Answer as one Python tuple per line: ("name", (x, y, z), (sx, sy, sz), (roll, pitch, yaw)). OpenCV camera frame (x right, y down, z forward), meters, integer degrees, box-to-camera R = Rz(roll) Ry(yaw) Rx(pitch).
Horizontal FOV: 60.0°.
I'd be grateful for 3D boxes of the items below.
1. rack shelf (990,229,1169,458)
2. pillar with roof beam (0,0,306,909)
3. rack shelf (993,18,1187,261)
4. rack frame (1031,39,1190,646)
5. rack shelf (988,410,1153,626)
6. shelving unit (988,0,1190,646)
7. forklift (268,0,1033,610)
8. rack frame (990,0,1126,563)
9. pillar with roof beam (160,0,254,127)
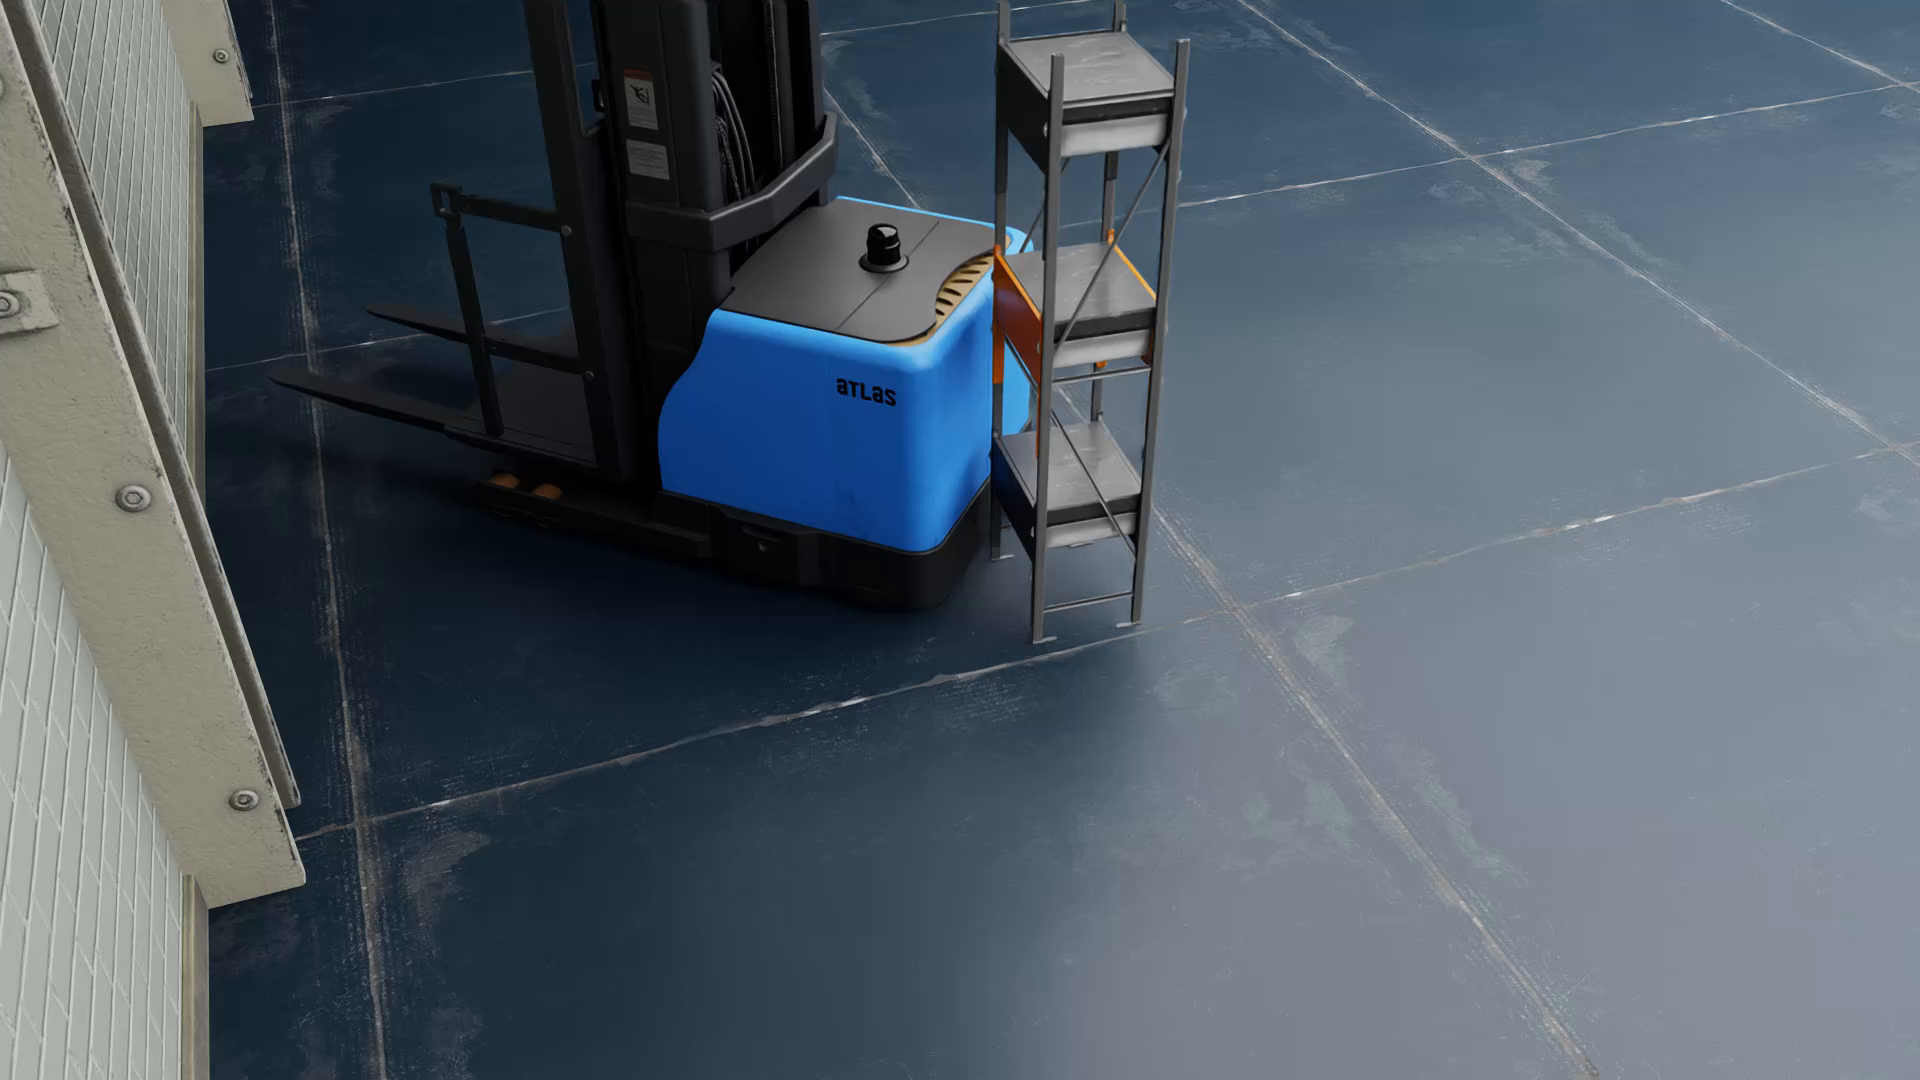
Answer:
("rack shelf", (0.374, -0.640, 5.377), (0.431, 0.518, 0.480), (-10, 38, -13))
("pillar with roof beam", (1.900, -3.551, 3.485), (9.100, 9.000, 0.400), (-12, 39, -16))
("rack shelf", (0.374, -1.199, 4.956), (0.431, 0.518, 0.480), (-10, 38, -13))
("rack frame", (0.442, -0.510, 5.182), (0.400, 2.100, 0.015), (-10, 38, -13))
("rack shelf", (0.374, -0.081, 5.799), (0.431, 0.518, 0.480), (-10, 38, -13))
("shelving unit", (0.374, -0.651, 5.369), (0.431, 2.100, 0.503), (-10, 38, -13))
("forklift", (-1.290, -1.493, 5.796), (3.031, 2.935, 1.130), (14, 39, 18))
("rack frame", (0.305, -0.792, 5.556), (0.400, 2.100, 0.015), (-10, 38, -13))
("pillar with roof beam", (-0.165, -6.940, 7.985), (9.100, 9.000, 0.400), (-12, 39, -16))
